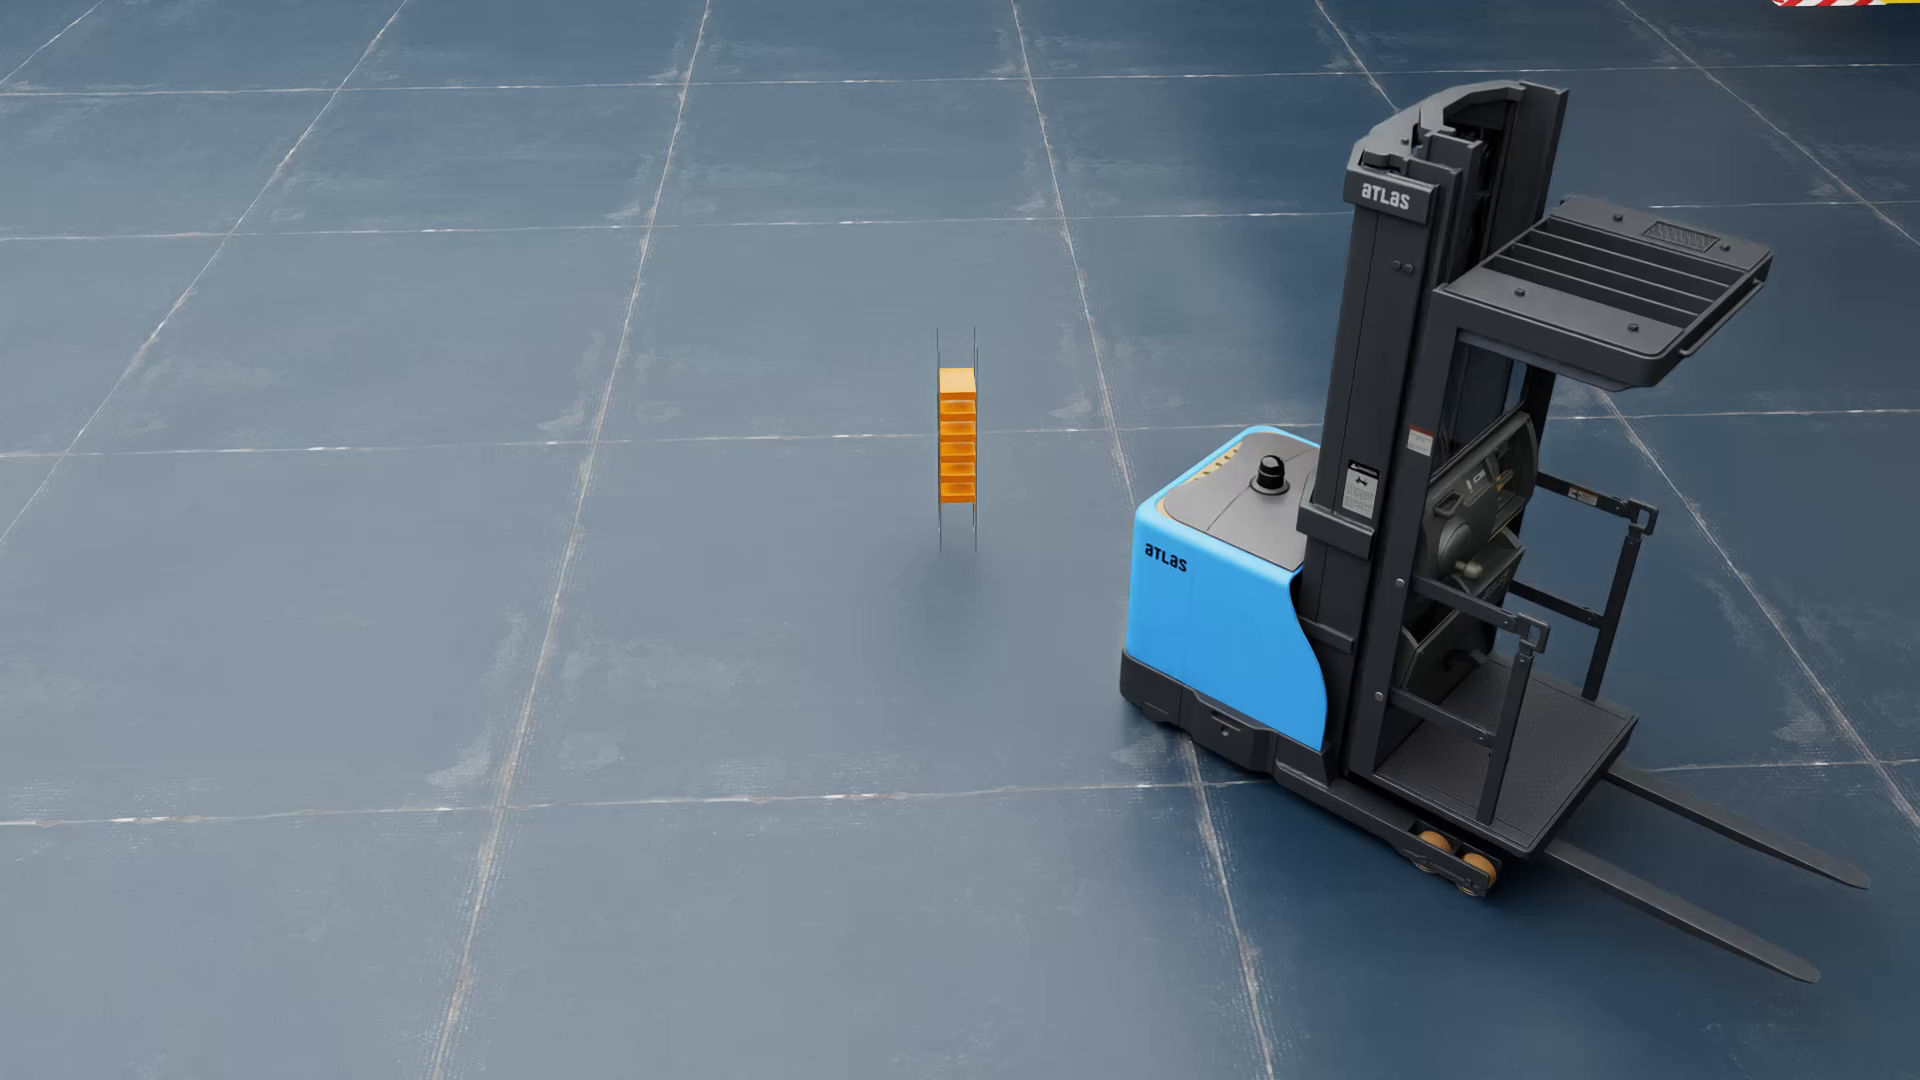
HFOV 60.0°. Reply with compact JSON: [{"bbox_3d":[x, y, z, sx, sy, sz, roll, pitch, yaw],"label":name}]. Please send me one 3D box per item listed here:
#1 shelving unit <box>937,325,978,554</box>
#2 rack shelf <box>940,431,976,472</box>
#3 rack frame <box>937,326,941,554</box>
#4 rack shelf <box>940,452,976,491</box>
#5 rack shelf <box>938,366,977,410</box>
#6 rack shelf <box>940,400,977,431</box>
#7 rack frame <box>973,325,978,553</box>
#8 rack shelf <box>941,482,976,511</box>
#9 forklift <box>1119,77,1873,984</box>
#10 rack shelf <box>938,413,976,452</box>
[{"bbox_3d":[-0.014,-0.493,8.408,0.189,1.200,0.258,-2,35,-2],"label":"shelving unit"},{"bbox_3d":[-0.014,-0.456,8.433,0.180,0.103,0.258,-2,35,-2],"label":"rack shelf"},{"bbox_3d":[-0.106,-0.491,8.404,0.006,1.200,0.240,-2,35,-2],"label":"rack frame"},{"bbox_3d":[-0.014,-0.358,8.502,0.180,0.103,0.258,-2,35,-2],"label":"rack shelf"},{"bbox_3d":[-0.014,-0.752,8.228,0.180,0.103,0.258,-2,35,-2],"label":"rack shelf"},{"bbox_3d":[-0.014,-0.654,8.297,0.180,0.103,0.258,-2,35,-2],"label":"rack shelf"},{"bbox_3d":[0.077,-0.495,8.412,0.006,1.200,0.240,-2,35,-2],"label":"rack frame"},{"bbox_3d":[-0.014,-0.259,8.570,0.180,0.103,0.258,-2,35,-2],"label":"rack shelf"},{"bbox_3d":[2.178,-0.118,6.345,3.031,2.935,1.130,26,42,32],"label":"forklift"},{"bbox_3d":[-0.014,-0.555,8.365,0.180,0.103,0.258,-2,35,-2],"label":"rack shelf"}]
